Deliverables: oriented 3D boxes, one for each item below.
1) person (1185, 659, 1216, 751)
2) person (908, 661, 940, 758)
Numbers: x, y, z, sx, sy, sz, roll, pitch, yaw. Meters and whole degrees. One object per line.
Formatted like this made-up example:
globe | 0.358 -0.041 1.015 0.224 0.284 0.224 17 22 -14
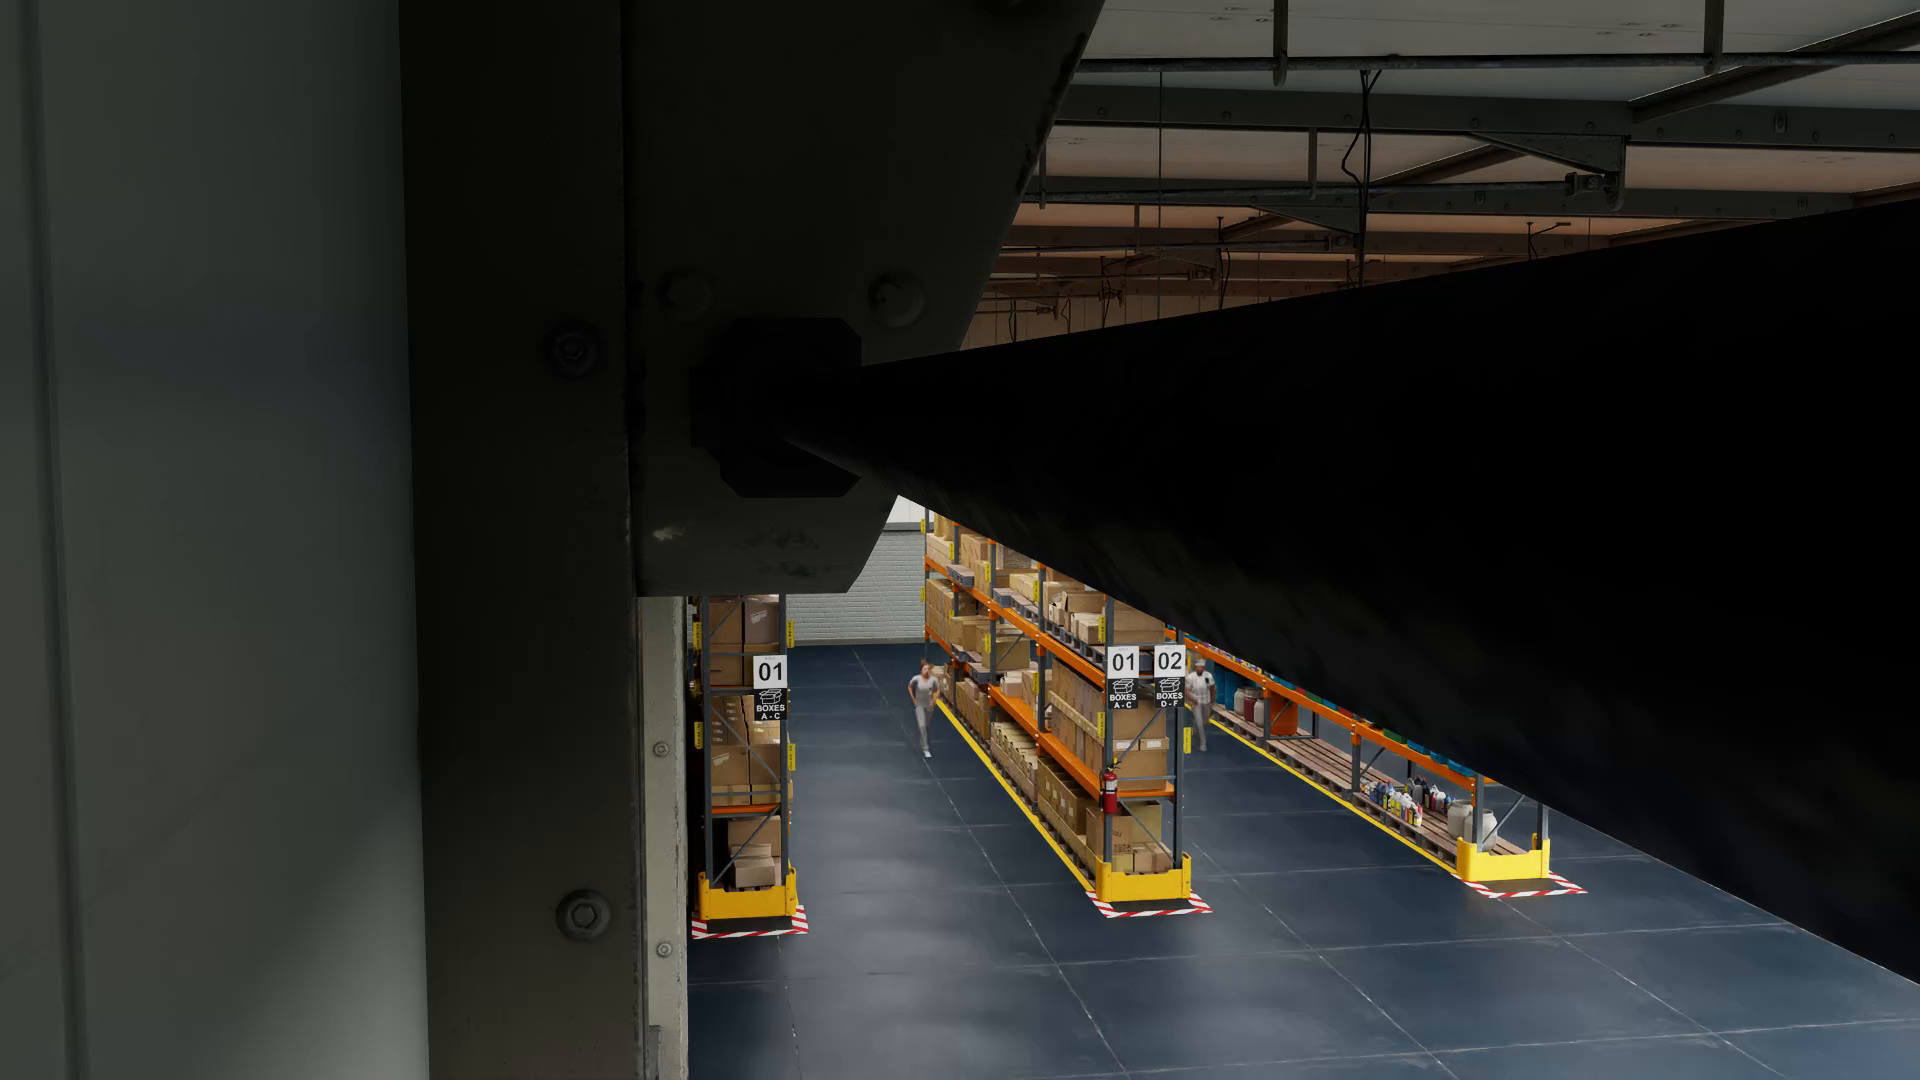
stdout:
person | 4.281 2.918 29.783 0.595 1.666 0.709 -1 5 -6
person | -0.639 2.930 29.240 0.568 1.655 0.962 -1 5 -7
